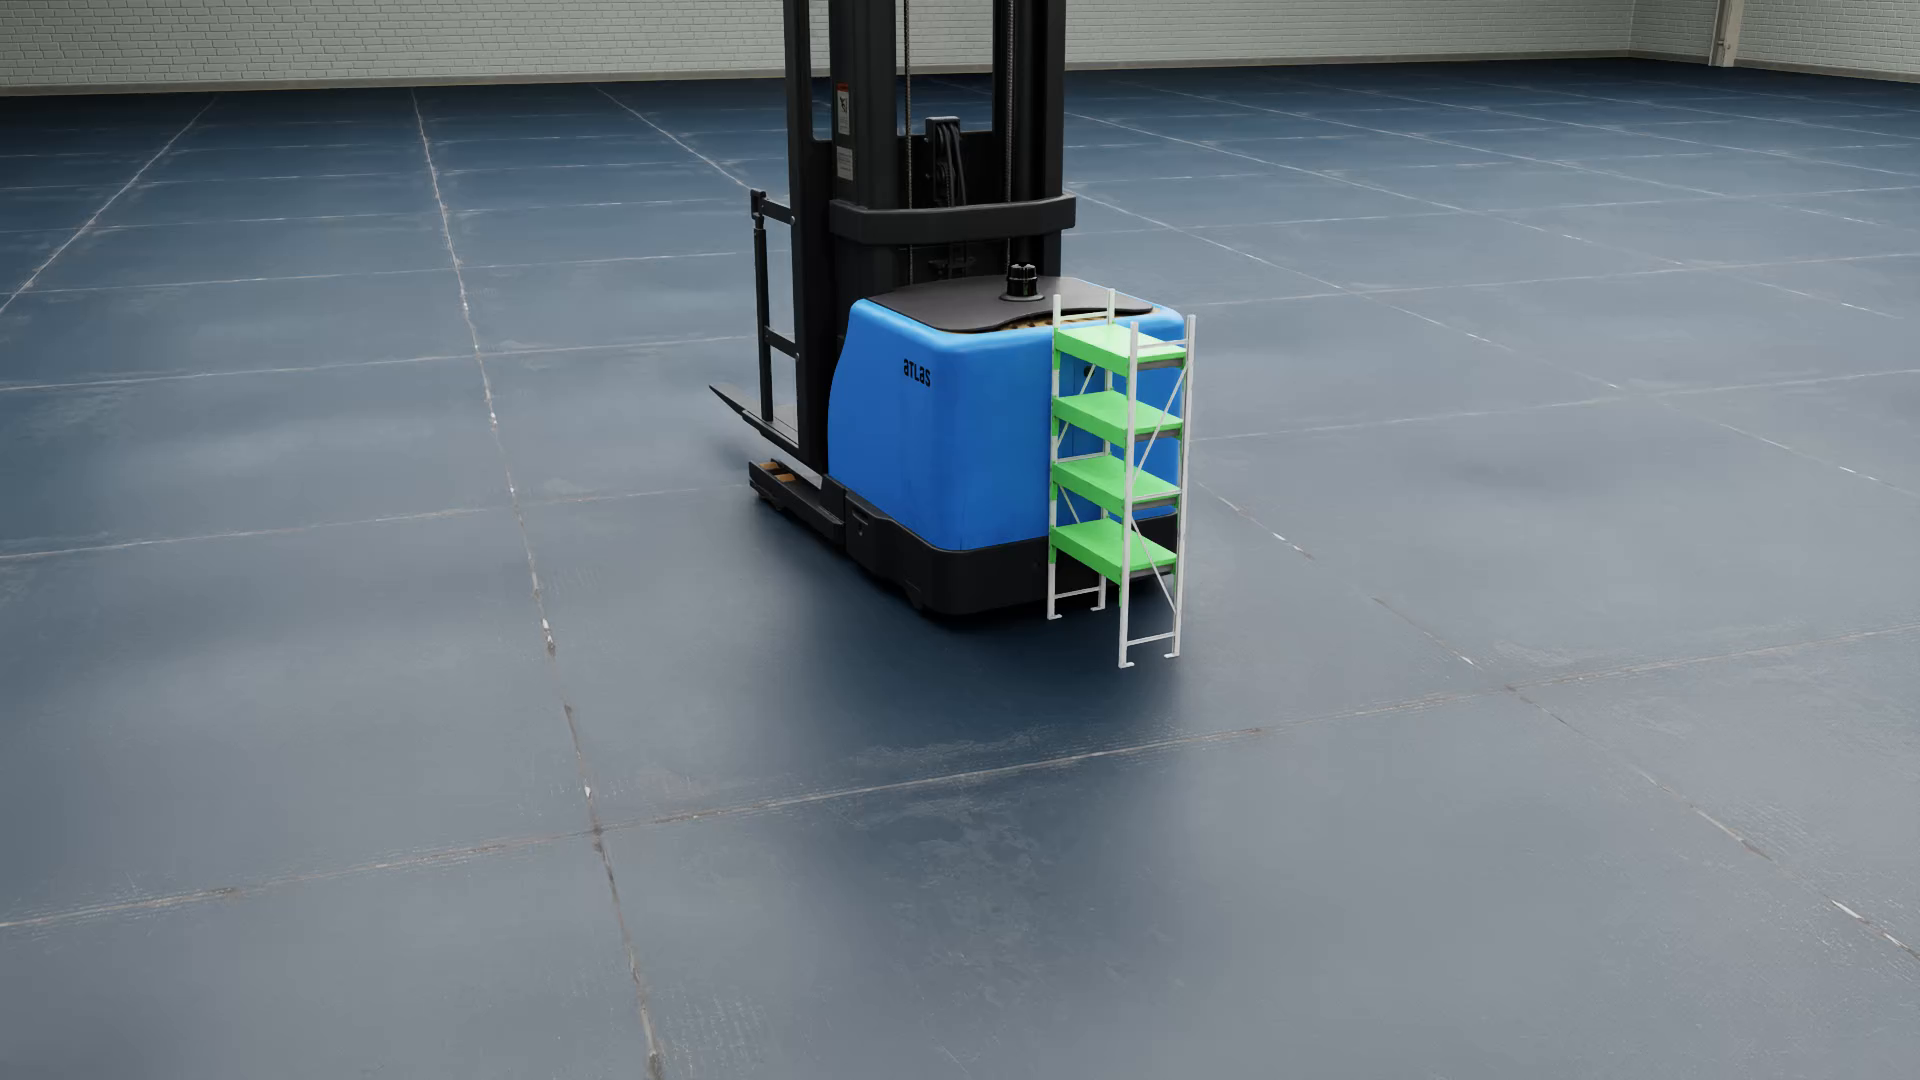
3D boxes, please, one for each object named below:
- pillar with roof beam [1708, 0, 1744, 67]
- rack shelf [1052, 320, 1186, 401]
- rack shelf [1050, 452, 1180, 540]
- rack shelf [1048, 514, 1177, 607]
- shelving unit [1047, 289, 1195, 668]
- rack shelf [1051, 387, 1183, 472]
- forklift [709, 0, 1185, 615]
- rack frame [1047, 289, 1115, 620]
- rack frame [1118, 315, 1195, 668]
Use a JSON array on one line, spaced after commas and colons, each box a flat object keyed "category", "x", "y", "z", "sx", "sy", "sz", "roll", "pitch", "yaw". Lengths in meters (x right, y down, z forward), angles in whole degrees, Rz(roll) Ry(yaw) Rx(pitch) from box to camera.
[{"category": "pillar with roof beam", "x": 11.267, "y": -13.340, "z": 30.743, "sx": 9.100, "sy": 9.000, "sz": 0.400, "roll": -6, "pitch": 21, "yaw": -17}, {"category": "rack shelf", "x": 0.542, "y": -0.611, "z": 5.611, "sx": 0.258, "sy": 0.148, "sz": 0.480, "roll": -10, "pitch": 22, "yaw": -26}, {"category": "rack shelf", "x": 0.542, "y": -0.159, "z": 5.774, "sx": 0.258, "sy": 0.148, "sz": 0.480, "roll": -10, "pitch": 22, "yaw": -26}, {"category": "rack shelf", "x": 0.542, "y": 0.067, "z": 5.855, "sx": 0.258, "sy": 0.148, "sz": 0.480, "roll": -10, "pitch": 22, "yaw": -26}, {"category": "shelving unit", "x": 0.542, "y": -0.219, "z": 5.752, "sx": 0.258, "sy": 1.200, "sz": 0.503, "roll": -10, "pitch": 22, "yaw": -26}, {"category": "rack shelf", "x": 0.542, "y": -0.385, "z": 5.692, "sx": 0.258, "sy": 0.148, "sz": 0.480, "roll": -10, "pitch": 22, "yaw": -26}, {"category": "forklift", "x": -0.286, "y": -1.566, "z": 6.942, "sx": 1.130, "sy": 2.935, "sz": 3.031, "roll": -10, "pitch": 22, "yaw": -26}, {"category": "rack frame", "x": 0.431, "y": -0.293, "z": 5.956, "sx": 0.240, "sy": 1.200, "sz": 0.015, "roll": -10, "pitch": 22, "yaw": -26}, {"category": "rack frame", "x": 0.654, "y": -0.146, "z": 5.548, "sx": 0.240, "sy": 1.200, "sz": 0.015, "roll": -10, "pitch": 22, "yaw": -26}]
